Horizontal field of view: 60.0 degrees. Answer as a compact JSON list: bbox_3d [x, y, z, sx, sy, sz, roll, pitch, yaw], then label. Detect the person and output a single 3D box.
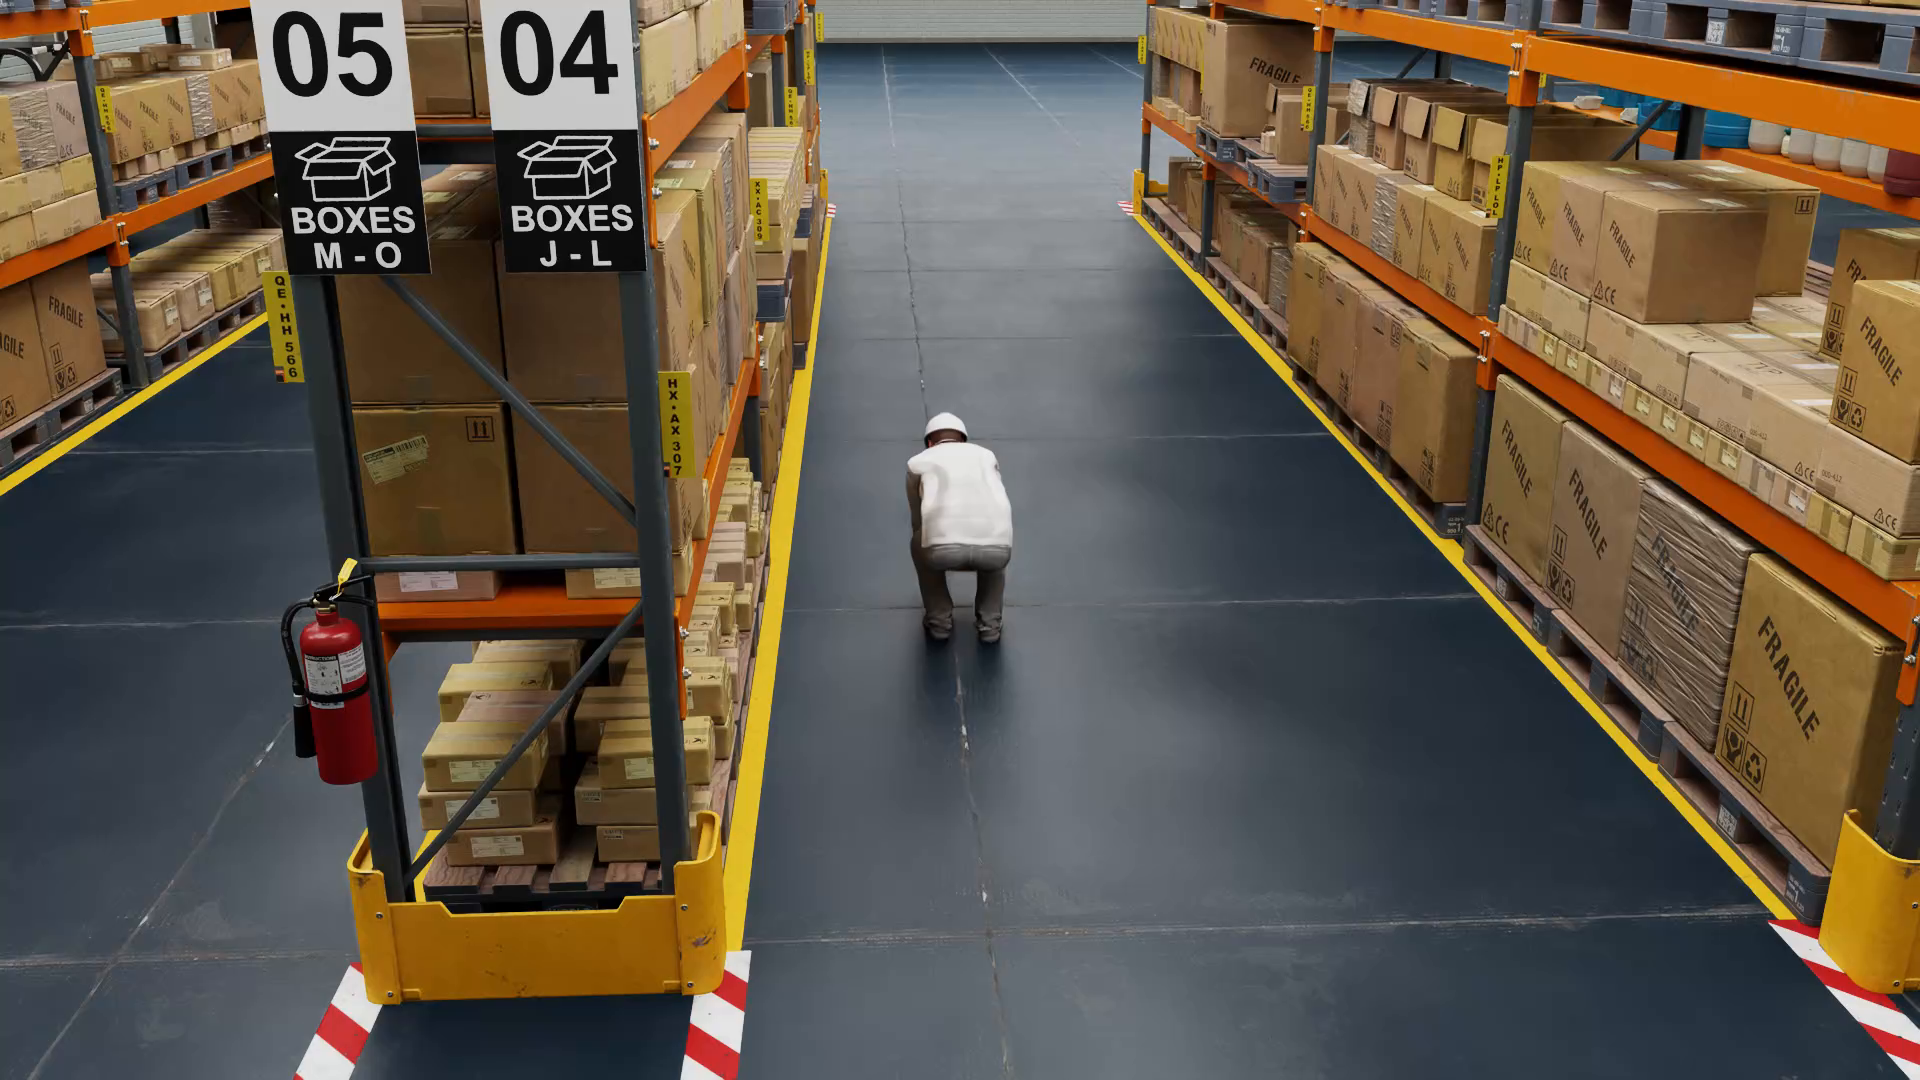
[{"bbox_3d":[-0.008,-0.051,8.301,0.511,1.004,0.929,-2,20,-4],"label":"person"}]
